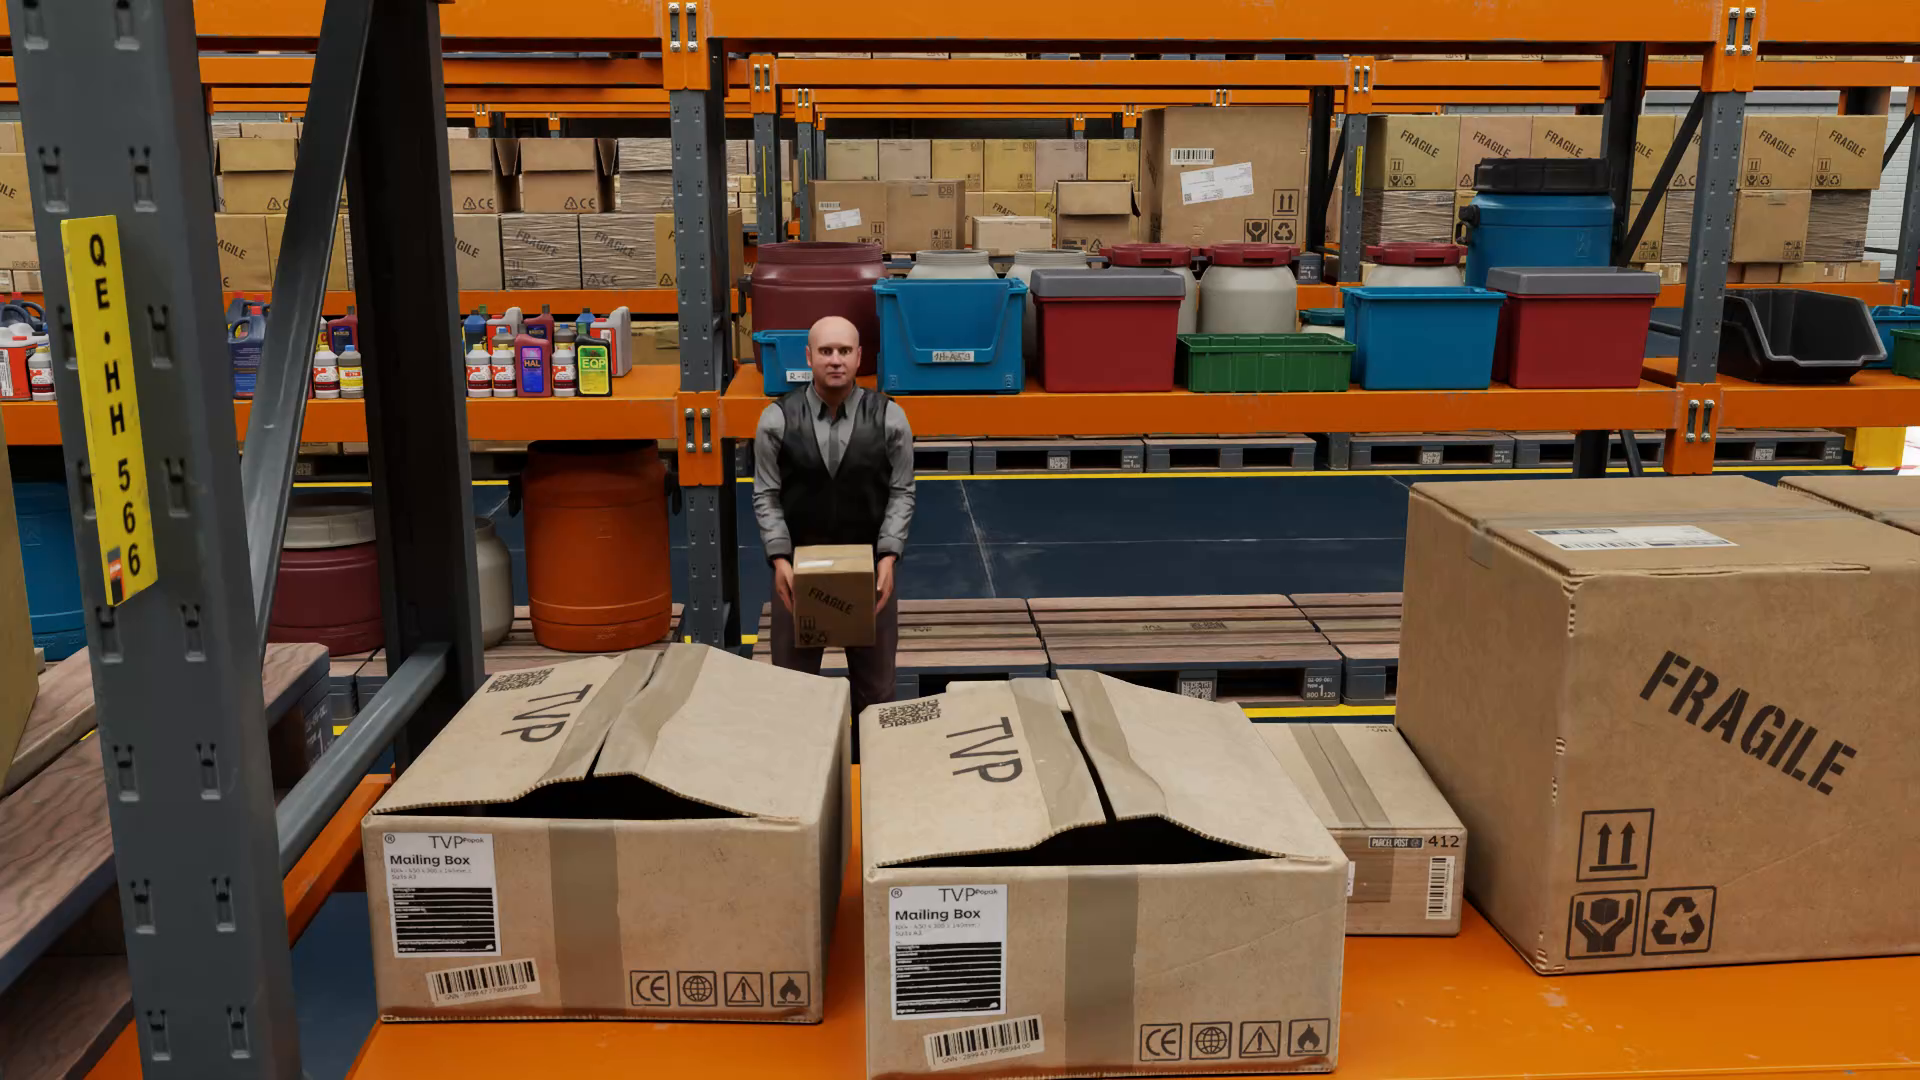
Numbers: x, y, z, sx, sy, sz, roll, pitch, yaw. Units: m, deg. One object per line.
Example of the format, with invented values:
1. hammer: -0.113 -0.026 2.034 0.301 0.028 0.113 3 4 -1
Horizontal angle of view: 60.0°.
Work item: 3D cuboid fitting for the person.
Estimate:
1. person: -0.406 0.138 5.452 0.539 1.727 0.504 -1 13 -4
